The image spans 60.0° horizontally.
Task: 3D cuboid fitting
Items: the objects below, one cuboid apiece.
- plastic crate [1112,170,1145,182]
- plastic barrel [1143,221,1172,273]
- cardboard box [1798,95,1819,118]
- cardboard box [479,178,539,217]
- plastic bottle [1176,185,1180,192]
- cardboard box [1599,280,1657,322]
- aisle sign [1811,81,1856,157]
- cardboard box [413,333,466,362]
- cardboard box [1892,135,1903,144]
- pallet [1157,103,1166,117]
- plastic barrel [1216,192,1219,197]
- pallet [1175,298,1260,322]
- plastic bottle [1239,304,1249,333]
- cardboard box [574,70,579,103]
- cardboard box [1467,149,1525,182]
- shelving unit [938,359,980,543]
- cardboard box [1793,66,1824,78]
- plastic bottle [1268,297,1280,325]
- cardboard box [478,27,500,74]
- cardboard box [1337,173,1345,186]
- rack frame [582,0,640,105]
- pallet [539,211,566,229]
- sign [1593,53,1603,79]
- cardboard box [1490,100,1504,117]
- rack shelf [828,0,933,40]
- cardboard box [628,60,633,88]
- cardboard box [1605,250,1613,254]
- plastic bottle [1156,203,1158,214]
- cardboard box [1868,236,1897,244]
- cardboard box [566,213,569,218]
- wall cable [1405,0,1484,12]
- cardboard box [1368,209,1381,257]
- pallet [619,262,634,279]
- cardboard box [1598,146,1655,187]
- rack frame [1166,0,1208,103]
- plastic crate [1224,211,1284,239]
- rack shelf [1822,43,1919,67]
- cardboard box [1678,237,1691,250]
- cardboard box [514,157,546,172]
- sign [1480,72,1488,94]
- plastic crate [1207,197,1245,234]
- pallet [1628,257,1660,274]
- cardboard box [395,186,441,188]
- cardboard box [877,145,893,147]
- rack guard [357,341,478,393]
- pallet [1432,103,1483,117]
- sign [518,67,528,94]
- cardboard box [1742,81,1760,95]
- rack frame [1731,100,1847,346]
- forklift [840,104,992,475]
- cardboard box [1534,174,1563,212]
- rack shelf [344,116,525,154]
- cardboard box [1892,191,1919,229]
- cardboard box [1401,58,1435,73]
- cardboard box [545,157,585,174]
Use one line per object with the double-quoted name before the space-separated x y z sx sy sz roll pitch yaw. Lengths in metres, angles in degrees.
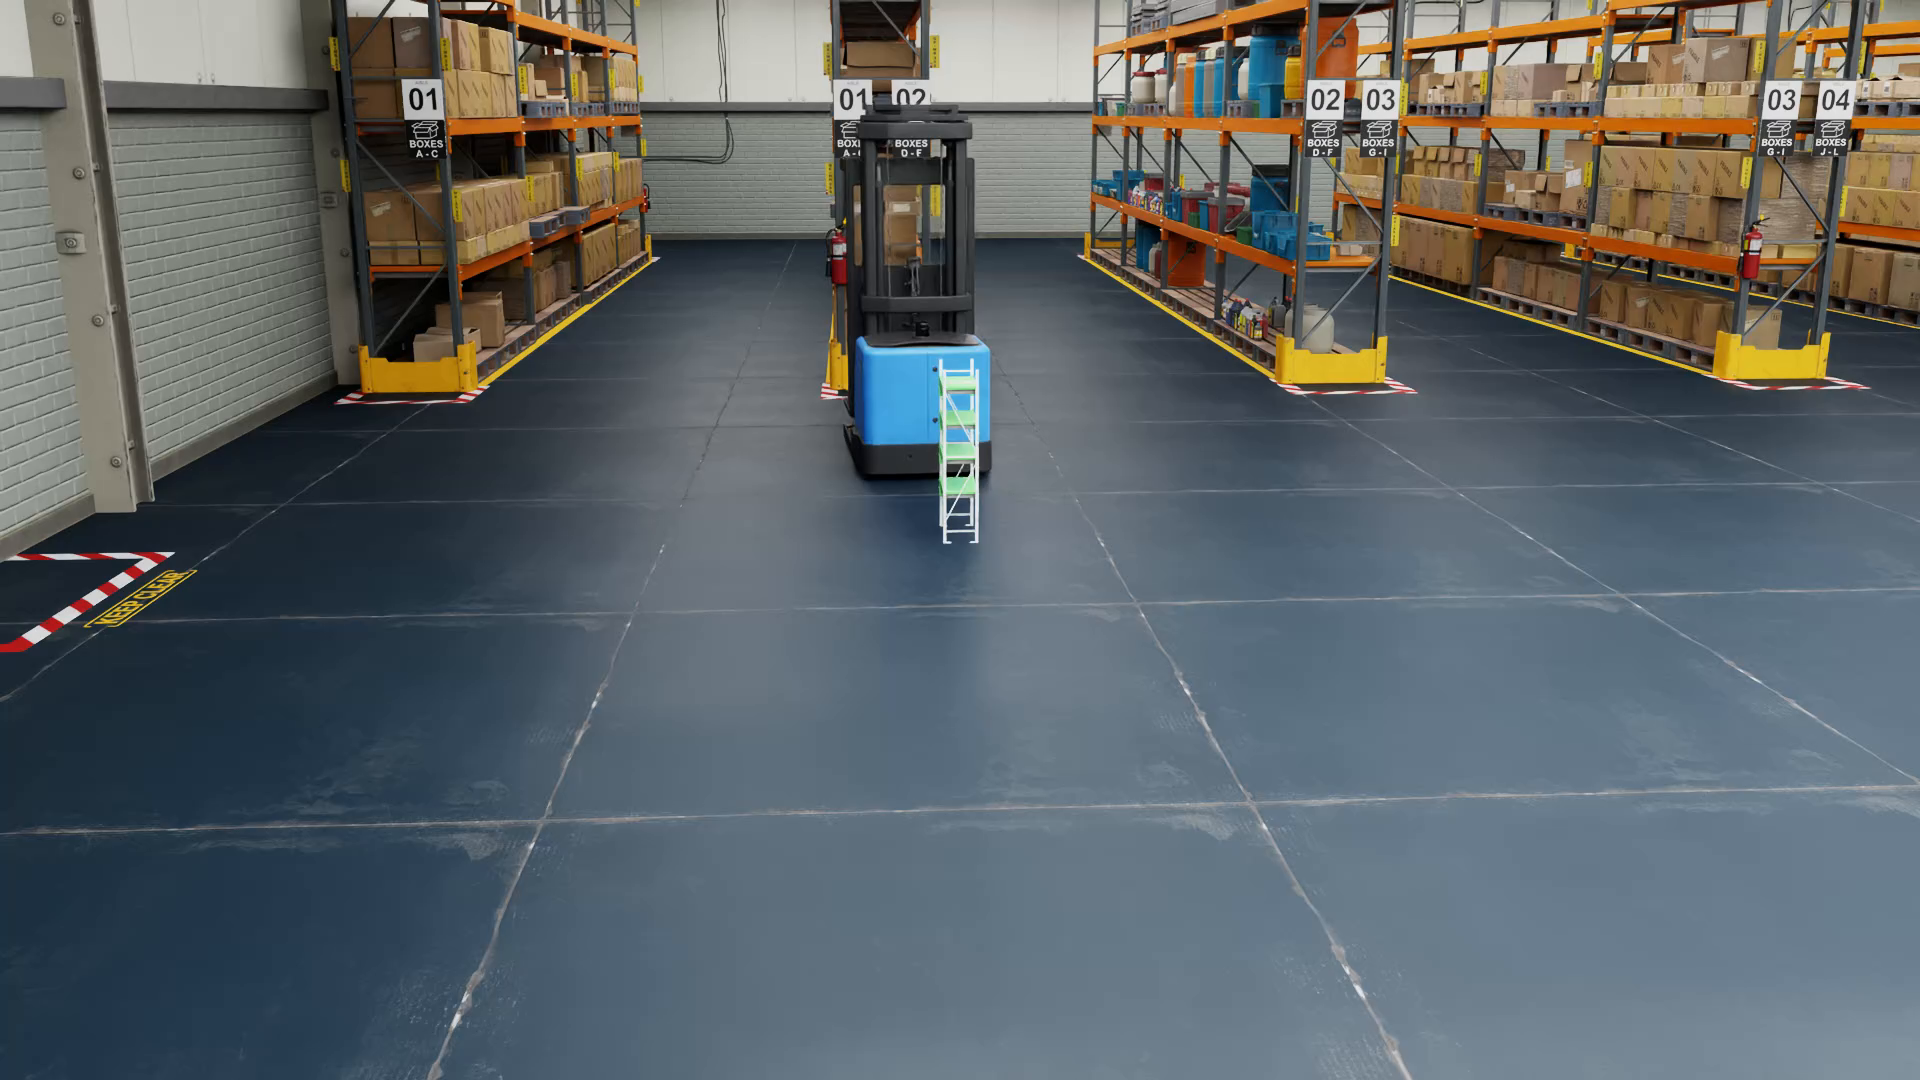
"plastic crate" 3.344 -7.136 33.050 0.616 0.435 0.499 -1 14 -3
"plastic barrel" 3.446 -5.051 28.506 0.600 0.901 0.708 -1 14 -3
"cardboard box" 9.300 -4.771 18.332 0.500 0.250 0.500 0 14 -2
"cardboard box" -6.032 -4.561 22.148 0.700 0.500 0.500 1 14 2
"plastic bottle" 3.769 -5.928 28.645 0.144 0.351 0.185 -1 14 -3
"cardboard box" 8.809 -3.155 21.943 0.500 0.500 0.500 -1 14 -5
"aisle sign" 9.375 -4.516 17.840 0.394 0.787 0.004 -1 14 -3
"cardboard box" -5.713 -2.122 18.269 0.500 0.311 0.500 -3 15 -10
"cardboard box" 17.884 -7.577 31.447 0.380 0.149 0.250 -1 14 -4
"pallet" 3.683 -6.734 26.037 1.003 0.211 1.213 -1 14 -3
"plastic barrel" 3.936 -4.877 24.239 0.421 0.512 0.421 0 14 0
"pallet" 3.715 -3.334 24.062 1.003 0.211 1.213 -1 14 -3
"plastic bottle" 3.555 -2.756 20.652 0.144 0.351 0.185 -1 14 -4
"cardboard box" -6.492 -7.253 26.593 0.700 0.500 0.500 -1 14 -3
"cardboard box" 8.547 -5.973 26.509 0.797 0.503 0.637 0 14 -2
"shelving unit" -0.010 -0.622 11.537 0.258 1.200 0.503 -1 14 -3
"cardboard box" 13.249 -7.277 26.033 0.396 0.266 0.258 -1 14 -3
"plastic bottle" 4.064 -2.958 21.437 0.144 0.351 0.185 -1 14 -3
"cardboard box" -5.618 -5.642 19.166 0.500 0.500 0.500 -1 14 -5
"cardboard box" 7.841 -7.195 33.173 0.500 0.250 0.500 -1 14 -5
"rack frame" -6.751 -9.923 32.033 1.000 3.000 0.127 -1 14 -3
"pallet" -6.092 -4.443 23.160 1.003 0.211 1.213 -1 14 -3
"sign" 8.270 -6.147 21.548 0.100 0.325 0.005 -1 14 -3
"cardboard box" 8.351 -6.516 25.114 0.500 0.250 0.500 -1 14 -2
"rack shelf" -0.939 -5.976 18.940 1.077 0.370 4.000 -1 14 -3
"cardboard box" -6.413 -8.710 31.091 0.500 0.500 0.500 0 14 -2
"cardboard box" 12.816 -5.670 32.421 0.380 0.149 0.250 -2 15 -6
"plastic bottle" 3.173 -5.289 26.462 0.097 0.201 0.097 0 14 0
"cardboard box" 18.232 -5.748 32.145 0.875 0.438 0.875 -1 14 -5
"cardboard box" -6.044 -5.001 25.408 0.380 0.149 0.250 -1 14 -4
"wall cable" 11.170 -13.170 38.196 2.277 5.999 0.120 -1 14 -3
"cardboard box" 8.312 -5.816 31.530 0.875 0.875 0.875 -1 14 -3
"pallet" -6.472 -4.862 30.001 1.003 0.211 1.213 -1 14 -3
"cardboard box" 8.598 -4.823 21.448 0.500 0.500 0.500 -1 14 -3
"rack frame" 3.633 -8.086 24.894 1.000 3.000 0.127 -1 14 -3
"plastic crate" 3.786 -4.024 21.269 0.767 0.338 0.504 -1 14 -3
"rack shelf" 18.096 -9.266 31.725 1.077 0.370 4.000 -1 14 -3
"cardboard box" 8.754 -3.524 19.708 0.380 0.149 0.250 -1 14 -3
"cardboard box" -6.542 -5.702 25.325 0.500 0.250 0.500 0 14 -2
"sign" 8.022 -6.992 25.465 0.100 0.325 0.005 -1 14 -3
"plastic crate" 3.545 -4.333 22.217 0.402 0.464 0.583 -1 14 -3
"pallet" 13.208 -5.119 31.000 1.003 0.211 1.213 -1 14 -3
"cardboard box" -6.059 -3.706 18.667 0.500 0.500 0.500 -1 14 -5
"cardboard box" -1.307 -6.754 29.550 0.500 0.500 0.500 -1 14 -2
"rack guard" -5.764 -1.846 17.699 1.175 0.500 0.348 -1 14 -3
"pallet" 8.411 -7.056 27.289 1.003 0.211 1.213 0 14 -1
"sign" -5.466 -5.746 20.783 0.100 0.325 0.005 -1 14 -3
"cardboard box" 8.743 -4.905 18.051 0.380 0.149 0.250 -1 14 -3
"rack frame" 9.072 -3.268 18.206 1.000 3.000 0.127 -1 14 -3
"forklift" -0.453 -2.258 14.422 1.130 2.935 3.031 -2 15 -7
"cardboard box" 8.625 -4.945 23.677 0.797 0.503 0.637 1 14 2
"rack shelf" -5.883 -4.640 18.964 1.077 0.370 4.000 -1 14 -3
"cardboard box" 13.450 -4.613 23.237 0.500 0.500 0.500 -1 14 -4
"cardboard box" 8.277 -8.602 30.170 0.500 0.250 0.500 -2 15 -7
"cardboard box" -6.028 -5.717 25.384 0.500 0.250 0.500 -1 14 -2
